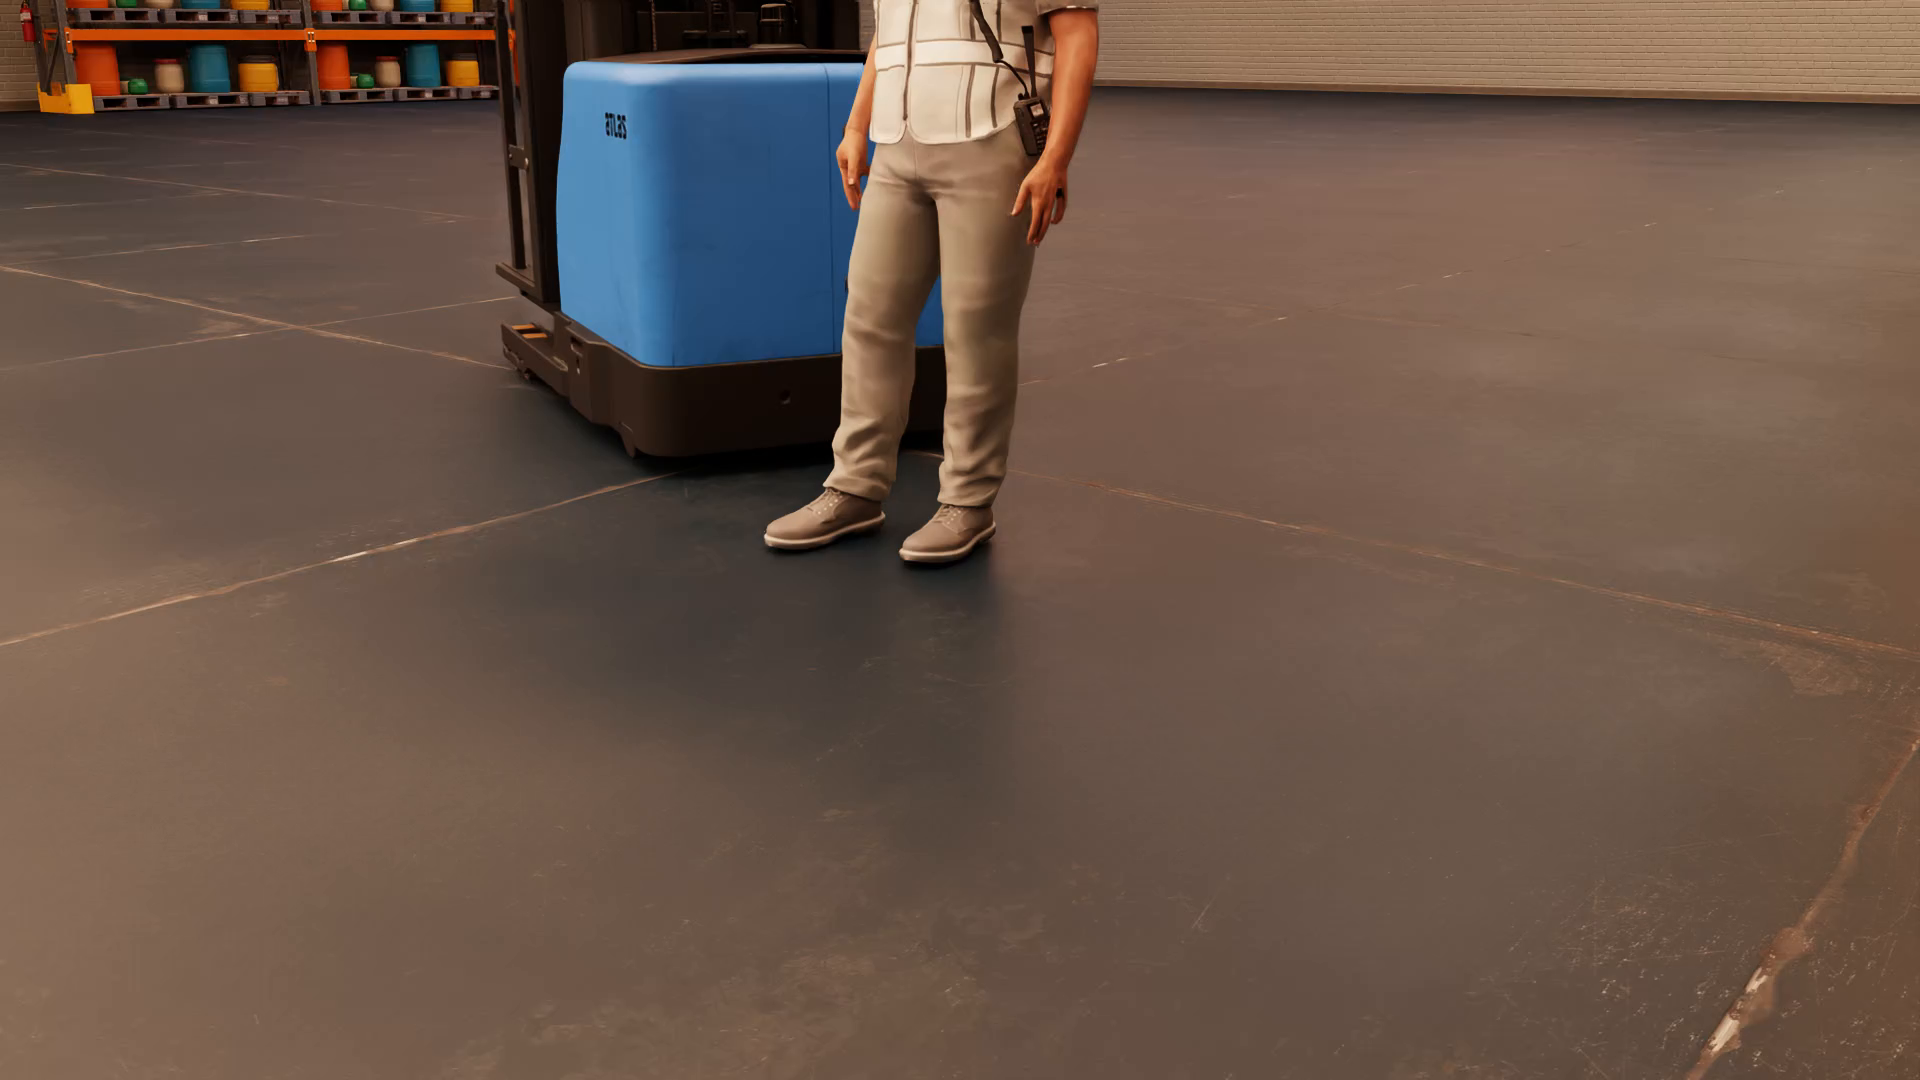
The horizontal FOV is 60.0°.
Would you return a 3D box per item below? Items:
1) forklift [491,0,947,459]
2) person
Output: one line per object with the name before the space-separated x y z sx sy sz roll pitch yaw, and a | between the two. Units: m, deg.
forklift | -0.988 -2.006 5.502 1.130 2.935 3.031 -8 19 -24
person | -0.055 -0.839 3.622 0.656 1.776 0.561 13 21 37
